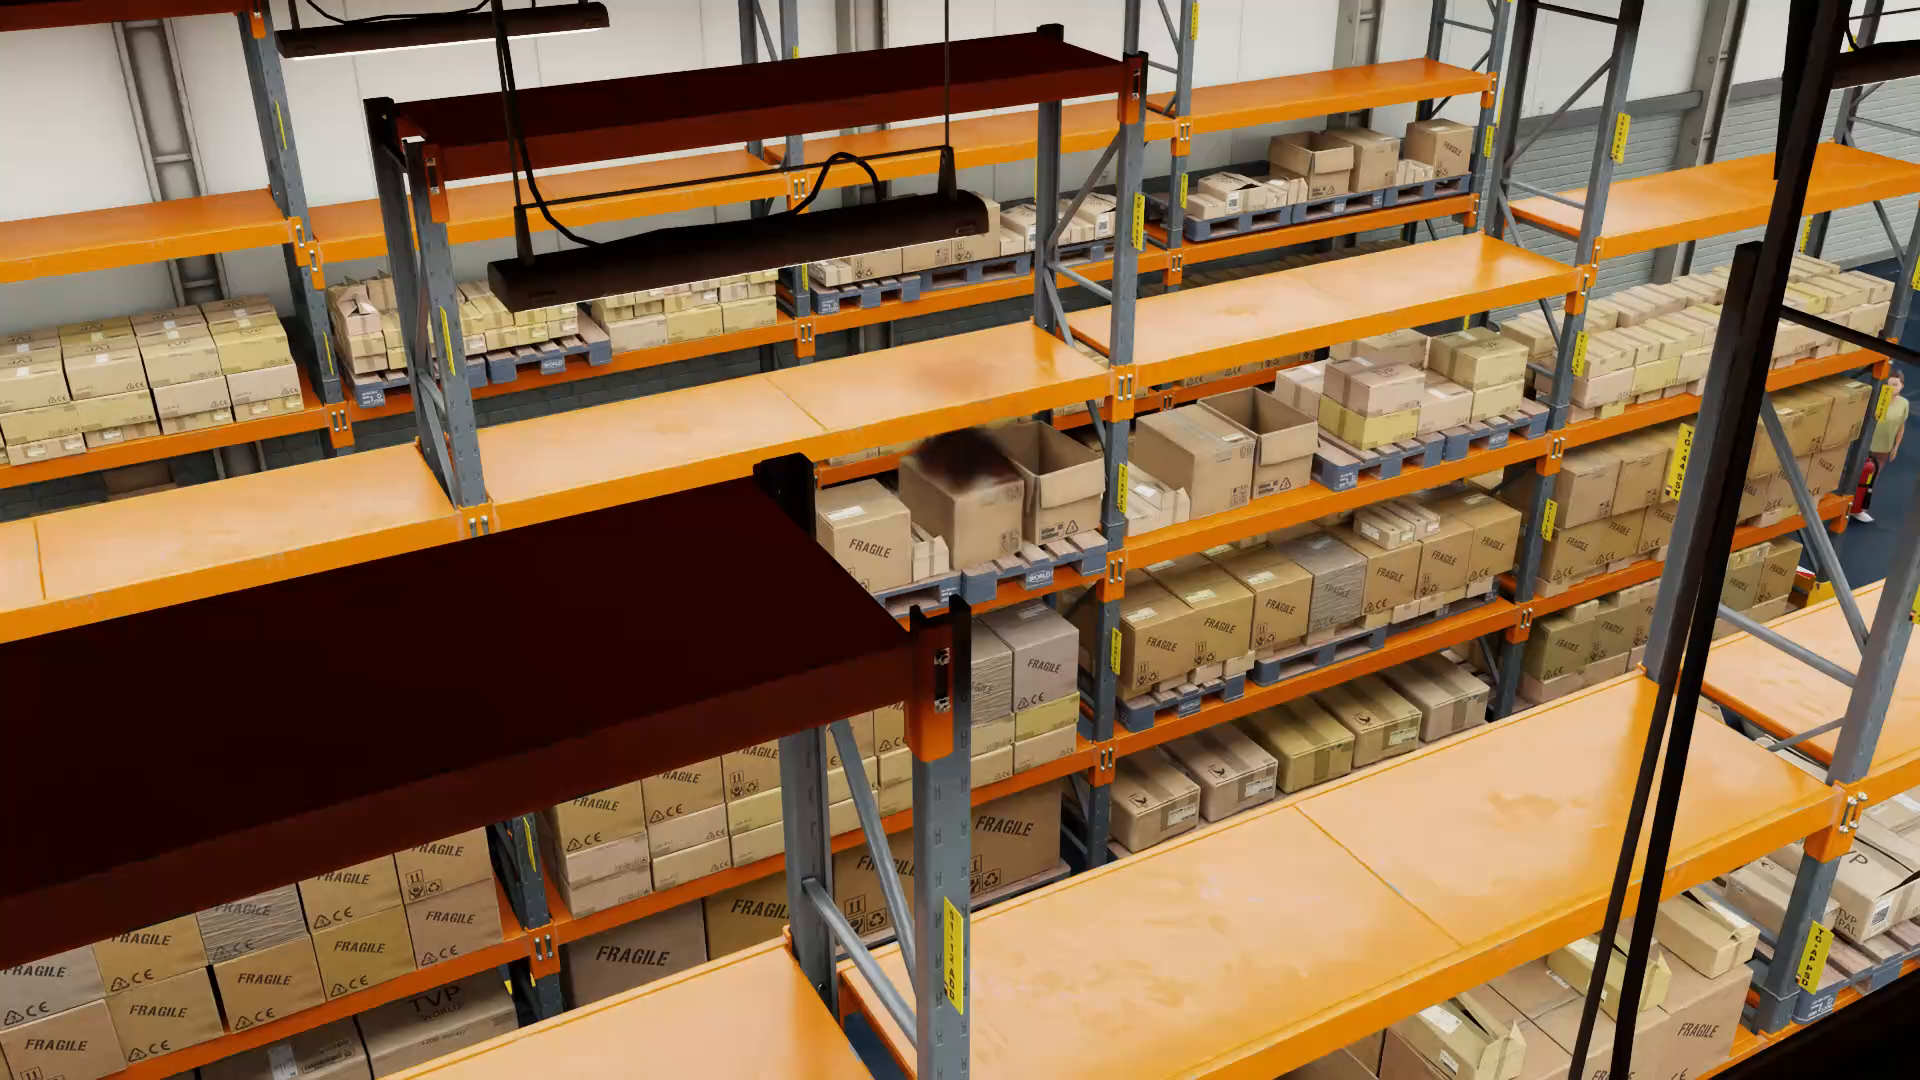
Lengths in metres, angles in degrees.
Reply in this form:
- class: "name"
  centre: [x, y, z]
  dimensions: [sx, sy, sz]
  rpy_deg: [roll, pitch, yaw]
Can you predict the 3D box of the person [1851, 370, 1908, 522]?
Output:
- class: "person"
  centre: [9.299, -0.941, 16.974]
  dimensions: [0.540, 1.675, 0.393]
  rpy_deg: [-4, 28, -7]
